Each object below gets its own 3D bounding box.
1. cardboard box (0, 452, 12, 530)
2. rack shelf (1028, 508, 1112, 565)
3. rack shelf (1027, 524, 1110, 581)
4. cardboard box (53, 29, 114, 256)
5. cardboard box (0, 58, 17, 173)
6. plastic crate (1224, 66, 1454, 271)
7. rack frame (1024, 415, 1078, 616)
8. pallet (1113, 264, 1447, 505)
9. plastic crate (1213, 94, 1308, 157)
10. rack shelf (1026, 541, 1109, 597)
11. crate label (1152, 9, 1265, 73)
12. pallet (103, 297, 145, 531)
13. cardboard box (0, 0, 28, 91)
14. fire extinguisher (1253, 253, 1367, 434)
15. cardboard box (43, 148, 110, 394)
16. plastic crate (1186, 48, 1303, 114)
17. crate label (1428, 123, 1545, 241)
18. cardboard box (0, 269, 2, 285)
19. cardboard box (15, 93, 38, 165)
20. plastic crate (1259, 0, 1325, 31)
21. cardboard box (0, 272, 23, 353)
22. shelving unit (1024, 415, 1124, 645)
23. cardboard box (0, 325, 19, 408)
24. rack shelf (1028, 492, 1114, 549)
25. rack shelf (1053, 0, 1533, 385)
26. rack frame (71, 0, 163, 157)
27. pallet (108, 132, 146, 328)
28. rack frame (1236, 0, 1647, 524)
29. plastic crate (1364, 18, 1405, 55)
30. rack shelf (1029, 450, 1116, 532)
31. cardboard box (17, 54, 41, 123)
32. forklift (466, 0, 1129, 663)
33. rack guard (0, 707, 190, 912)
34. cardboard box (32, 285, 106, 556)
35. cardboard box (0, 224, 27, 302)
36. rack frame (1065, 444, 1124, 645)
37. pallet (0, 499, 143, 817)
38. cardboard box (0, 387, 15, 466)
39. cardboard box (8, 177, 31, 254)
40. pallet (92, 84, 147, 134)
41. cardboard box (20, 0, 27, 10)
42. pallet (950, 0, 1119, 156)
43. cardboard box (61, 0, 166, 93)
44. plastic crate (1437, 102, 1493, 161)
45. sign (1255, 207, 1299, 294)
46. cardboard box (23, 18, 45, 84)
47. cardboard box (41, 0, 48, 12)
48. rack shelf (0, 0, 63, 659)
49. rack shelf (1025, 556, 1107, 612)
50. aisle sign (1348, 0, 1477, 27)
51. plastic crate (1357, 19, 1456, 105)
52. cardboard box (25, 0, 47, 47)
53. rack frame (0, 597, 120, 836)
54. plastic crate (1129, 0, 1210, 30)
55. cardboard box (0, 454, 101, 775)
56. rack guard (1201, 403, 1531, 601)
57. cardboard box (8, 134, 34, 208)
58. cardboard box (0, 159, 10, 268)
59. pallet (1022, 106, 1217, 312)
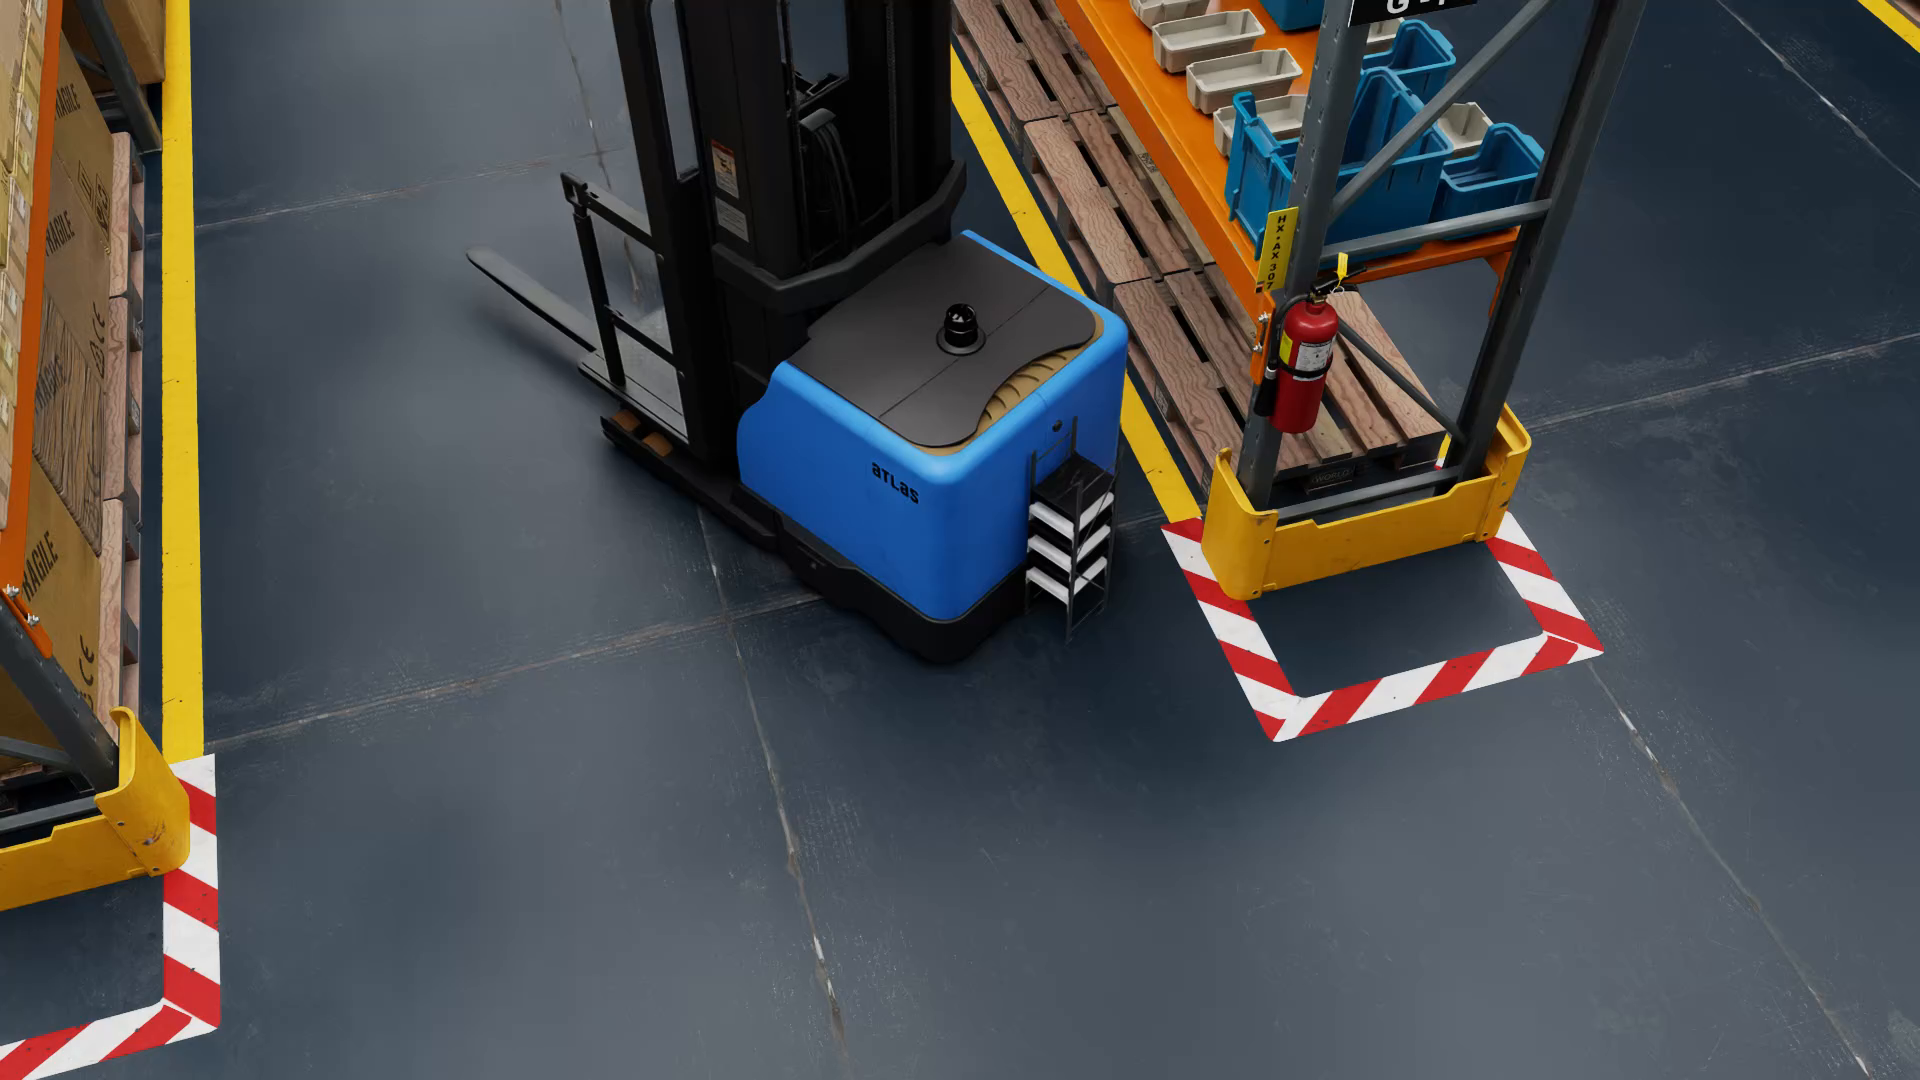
[{"bbox_3d":[-3.004,-0.127,4.849,0.380,0.149,0.250,-13,51,-11],"label":"cardboard box"},{"bbox_3d":[0.399,-0.056,5.924,0.200,0.077,0.258,34,58,25],"label":"rack shelf"},{"bbox_3d":[0.399,0.002,5.993,0.200,0.077,0.258,34,58,25],"label":"rack shelf"},{"bbox_3d":[-4.278,-1.746,7.164,0.875,0.875,0.875,-13,51,-11],"label":"cardboard box"},{"bbox_3d":[-3.563,-1.459,5.711,0.500,0.250,0.500,-14,51,-12],"label":"cardboard box"},{"bbox_3d":[1.240,-1.227,5.550,0.616,0.435,0.499,-13,51,-11],"label":"plastic crate"},{"bbox_3d":[0.323,-0.071,6.011,0.006,0.900,0.240,34,58,25],"label":"rack frame"},{"bbox_3d":[1.310,-0.706,6.997,1.003,0.211,1.213,-13,51,-11],"label":"pallet"},{"bbox_3d":[1.103,-1.483,5.961,0.396,0.136,0.243,-13,51,-11],"label":"plastic crate"},{"bbox_3d":[0.399,0.060,6.061,0.200,0.077,0.258,34,58,25],"label":"rack shelf"},{"bbox_3d":[0.926,-1.896,6.309,0.396,0.136,0.243,-13,51,-11],"label":"crate label"},{"bbox_3d":[-3.883,-0.431,6.765,1.003,0.211,1.213,-13,51,-11],"label":"pallet"},{"bbox_3d":[-3.709,-1.830,6.024,0.500,0.250,0.500,-12,51,-10],"label":"cardboard box"},{"bbox_3d":[1.128,-0.636,5.408,0.296,0.674,0.183,-13,51,-11],"label":"fire extinguisher"},{"bbox_3d":[-4.012,-1.088,6.610,0.875,0.875,0.875,-13,51,-11],"label":"cardboard box"},{"bbox_3d":[1.031,-1.698,6.142,0.396,0.136,0.243,-13,51,-11],"label":"plastic crate"},{"bbox_3d":[1.759,-1.214,5.671,0.416,0.233,0.303,-13,51,-11],"label":"crate label"},{"bbox_3d":[-3.258,-0.711,5.081,0.500,0.250,0.500,-14,51,-11],"label":"cardboard box"},{"bbox_3d":[-3.539,-1.441,5.957,0.380,0.149,0.250,-13,51,-10],"label":"cardboard box"},{"bbox_3d":[1.369,-2.175,6.482,0.416,0.233,0.300,-13,51,-11],"label":"plastic crate"},{"bbox_3d":[-3.235,-0.691,5.325,0.380,0.149,0.250,-14,51,-12],"label":"cardboard box"},{"bbox_3d":[0.399,-0.019,5.967,0.210,0.900,0.258,34,58,25],"label":"shelving unit"},{"bbox_3d":[-3.157,-0.501,5.164,0.380,0.149,0.250,-14,51,-12],"label":"cardboard box"},{"bbox_3d":[0.399,-0.114,5.855,0.200,0.077,0.258,34,58,25],"label":"rack shelf"},{"bbox_3d":[0.926,-2.223,6.922,1.077,0.370,4.000,-13,51,-11],"label":"rack shelf"},{"bbox_3d":[-4.397,-2.795,6.934,1.000,3.000,0.127,-13,51,-11],"label":"rack frame"},{"bbox_3d":[-4.247,-1.323,7.517,1.003,0.211,1.213,-13,51,-11],"label":"pallet"},{"bbox_3d":[1.517,-0.994,5.415,1.000,3.000,0.127,-13,51,-11],"label":"rack frame"},{"bbox_3d":[1.542,-1.931,6.339,0.250,0.136,0.298,-13,51,-11],"label":"plastic crate"},{"bbox_3d":[0.399,-0.172,5.786,0.200,0.077,0.258,34,58,25],"label":"rack shelf"},{"bbox_3d":[-3.614,-1.627,6.114,0.380,0.149,0.250,-14,51,-12],"label":"cardboard box"},{"bbox_3d":[-0.828,-1.486,5.876,3.031,2.935,1.130,34,58,25],"label":"forklift"},{"bbox_3d":[-3.207,0.949,5.412,1.175,0.500,0.348,-13,51,-11],"label":"rack guard"},{"bbox_3d":[-3.749,-0.438,6.062,0.875,0.875,0.875,-13,51,-11],"label":"cardboard box"},{"bbox_3d":[-3.310,-0.877,5.481,0.380,0.149,0.250,-14,51,-12],"label":"cardboard box"},{"bbox_3d":[0.475,0.033,5.923,0.006,0.900,0.240,34,58,25],"label":"rack frame"},{"bbox_3d":[-3.525,0.459,6.015,1.003,0.211,1.213,-13,51,-11],"label":"pallet"},{"bbox_3d":[-3.081,-0.314,5.007,0.380,0.149,0.250,-14,51,-12],"label":"cardboard box"},{"bbox_3d":[-3.386,-1.065,5.640,0.380,0.149,0.250,-14,51,-11],"label":"cardboard box"},{"bbox_3d":[-4.697,-2.443,8.461,1.003,0.211,1.213,-13,51,-11],"label":"pallet"},{"bbox_3d":[-3.860,-2.202,6.338,0.500,0.250,0.500,-12,51,-10],"label":"cardboard box"},{"bbox_3d":[0.589,-2.488,8.499,1.003,0.211,1.213,-13,51,-11],"label":"pallet"},{"bbox_3d":[-4.605,-2.709,7.976,1.225,0.875,0.875,-13,51,-11],"label":"cardboard box"},{"bbox_3d":[1.743,-1.436,5.921,0.250,0.136,0.298,-13,51,-11],"label":"plastic crate"},{"bbox_3d":[0.997,-0.910,5.238,0.100,0.325,0.005,-13,51,-11],"label":"sign"},{"bbox_3d":[-3.689,-1.814,6.271,0.380,0.149,0.250,-12,51,-10],"label":"cardboard box"},{"bbox_3d":[-3.842,-2.190,6.588,0.380,0.149,0.250,-14,51,-12],"label":"cardboard box"},{"bbox_3d":[-3.806,-1.103,5.978,1.077,0.370,4.000,-13,51,-11],"label":"rack shelf"},{"bbox_3d":[0.399,0.118,6.130,0.200,0.077,0.258,34,58,25],"label":"rack shelf"},{"bbox_3d":[1.259,-1.713,4.321,0.394,0.787,0.004,-13,51,-11],"label":"aisle sign"},{"bbox_3d":[1.564,-1.695,6.077,0.416,0.233,0.300,-13,51,-11],"label":"plastic crate"},{"bbox_3d":[-3.766,-2.002,6.430,0.380,0.149,0.250,-12,51,-10],"label":"cardboard box"},{"bbox_3d":[-3.214,0.126,4.471,1.000,3.000,0.127,-13,51,-11],"label":"rack frame"},{"bbox_3d":[0.820,-2.108,6.488,0.298,0.136,0.250,-13,51,-11],"label":"plastic crate"},{"bbox_3d":[-3.480,0.226,5.502,0.875,0.875,0.875,-13,51,-11],"label":"cardboard box"},{"bbox_3d":[1.537,-0.173,6.359,1.175,0.500,0.348,-13,51,-11],"label":"rack guard"},{"bbox_3d":[-3.460,-1.250,5.796,0.380,0.149,0.250,-14,51,-12],"label":"cardboard box"},{"bbox_3d":[-3.403,-1.079,5.391,0.500,0.250,0.500,-15,51,-12],"label":"cardboard box"},{"bbox_3d":[0.953,-1.595,7.747,1.003,0.211,1.213,-13,51,-11],"label":"pallet"}]
